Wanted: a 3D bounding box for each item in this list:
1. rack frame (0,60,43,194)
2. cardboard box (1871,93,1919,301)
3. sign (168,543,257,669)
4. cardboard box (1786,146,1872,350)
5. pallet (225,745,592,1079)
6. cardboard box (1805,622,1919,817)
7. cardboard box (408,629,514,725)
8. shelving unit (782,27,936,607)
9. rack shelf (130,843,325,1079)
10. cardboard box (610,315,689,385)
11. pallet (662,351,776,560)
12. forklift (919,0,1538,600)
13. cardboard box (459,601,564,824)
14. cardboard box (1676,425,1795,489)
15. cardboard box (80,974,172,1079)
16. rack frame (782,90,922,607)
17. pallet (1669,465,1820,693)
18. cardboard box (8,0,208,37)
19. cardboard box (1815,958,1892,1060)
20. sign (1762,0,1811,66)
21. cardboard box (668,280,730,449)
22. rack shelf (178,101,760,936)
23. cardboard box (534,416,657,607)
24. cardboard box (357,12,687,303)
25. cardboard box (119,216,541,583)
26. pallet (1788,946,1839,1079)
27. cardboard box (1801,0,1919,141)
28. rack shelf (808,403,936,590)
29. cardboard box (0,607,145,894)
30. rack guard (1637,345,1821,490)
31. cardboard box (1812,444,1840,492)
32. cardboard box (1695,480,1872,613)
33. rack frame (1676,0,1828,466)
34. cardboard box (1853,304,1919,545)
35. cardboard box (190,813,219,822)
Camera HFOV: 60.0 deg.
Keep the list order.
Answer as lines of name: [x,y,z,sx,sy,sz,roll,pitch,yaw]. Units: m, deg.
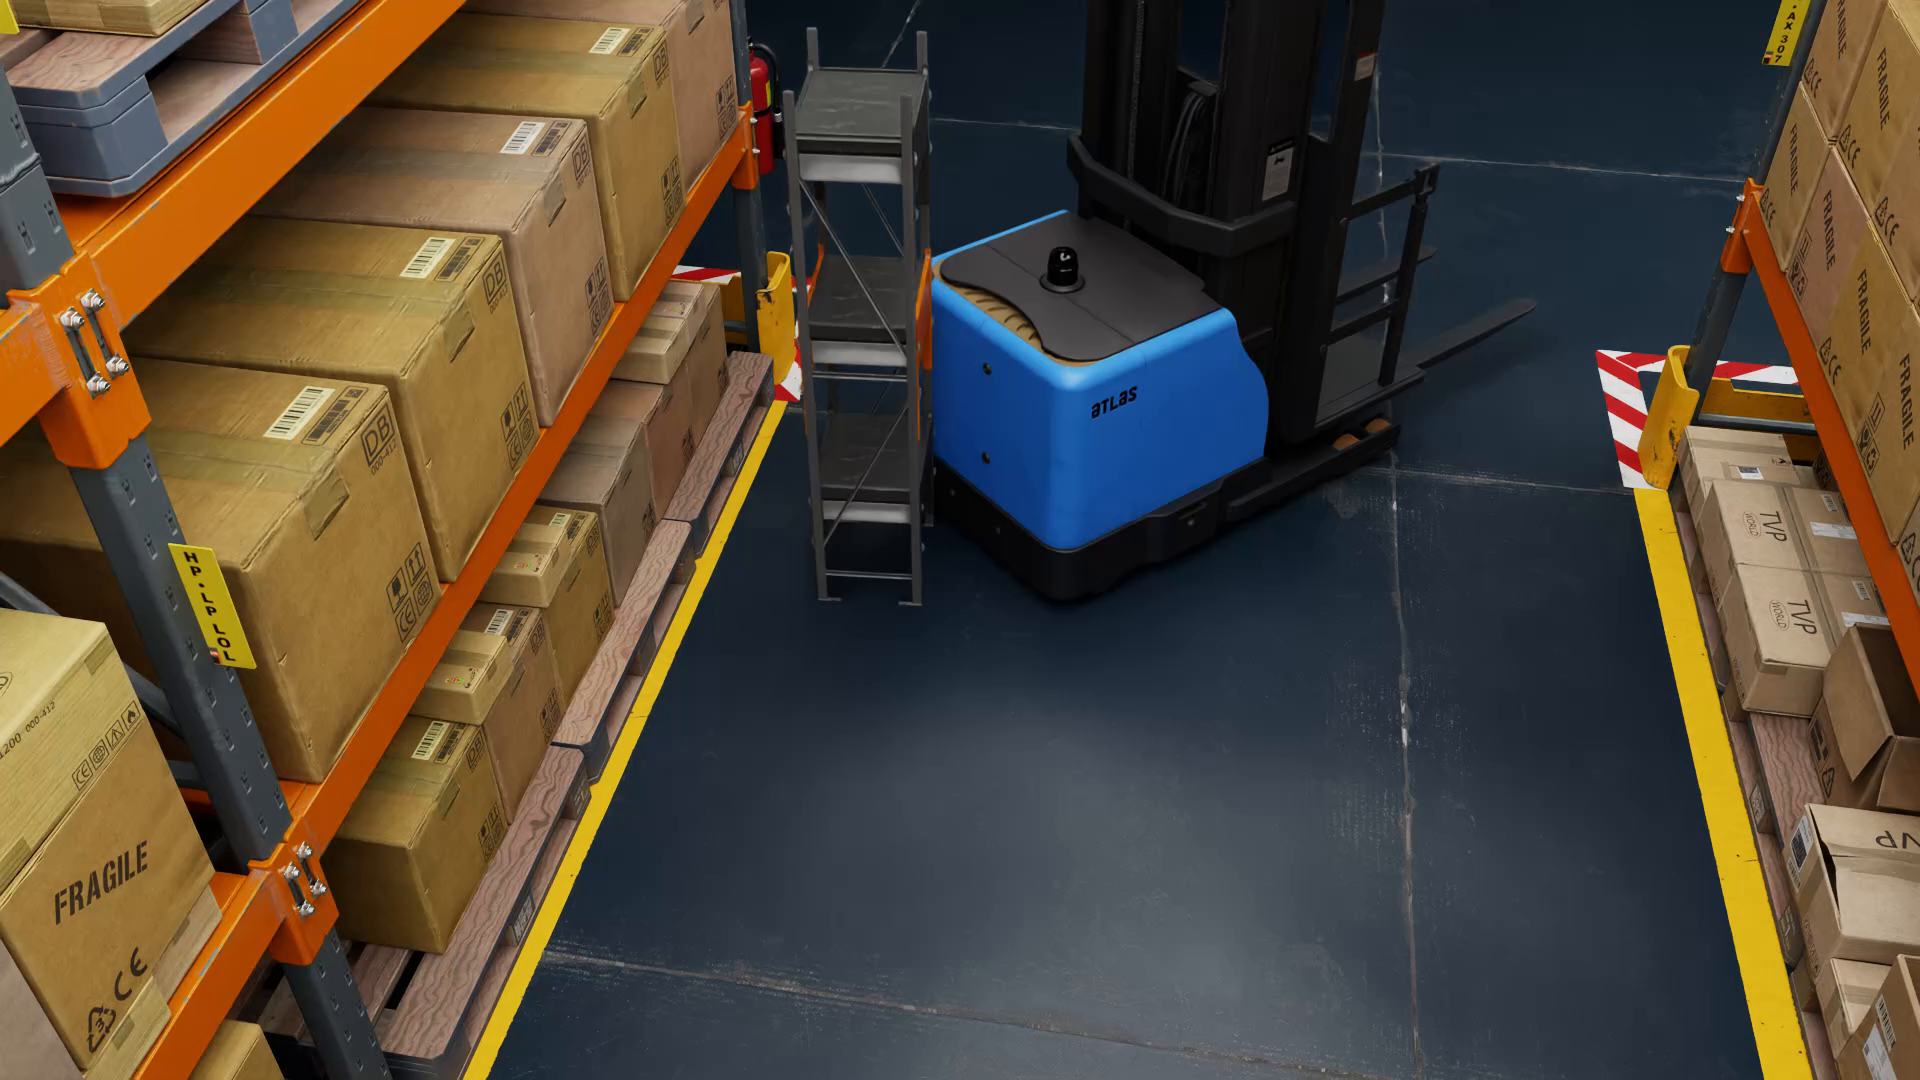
rack frame: [-2.058,-1.812,1.880,1.000,3.000,0.127,6,40,8]
cardboard box: [3.003,-0.999,4.741,0.500,0.500,0.500,7,40,8]
sign: [-1.521,0.138,3.383,0.100,0.325,0.005,6,40,8]
cardboard box: [3.094,-0.931,5.444,0.500,0.500,0.500,6,40,7]
pallet: [-1.849,1.106,5.247,1.003,0.211,1.213,6,40,8]
cardboard box: [3.142,0.657,5.215,0.797,0.503,0.637,6,40,8]
cardboard box: [-1.588,0.399,5.037,0.380,0.149,0.250,8,40,9]
shelving unit: [-0.328,-0.719,5.972,0.431,2.100,0.503,3,40,4]
rack shelf: [-2.404,2.032,2.502,1.077,0.370,4.000,6,40,8]
cardboard box: [-1.274,-0.747,6.423,0.380,0.149,0.250,7,40,9]
pallet: [-1.427,-0.425,7.099,1.003,0.211,1.213,6,40,8]
forklift: [1.277,-1.659,6.456,3.031,2.935,1.130,-25,46,-27]
cardboard box: [-1.737,0.529,5.389,0.700,0.500,0.500,6,40,7]
cardboard box: [3.103,-0.312,6.666,0.380,0.149,0.250,6,40,8]
cardboard box: [-1.858,0.993,3.376,0.380,0.149,0.250,7,40,8]
rack frame: [-0.348,-0.564,5.784,0.400,2.100,0.015,3,40,4]
pallet: [3.364,0.156,6.395,1.003,0.211,1.213,6,40,8]
cardboard box: [-1.678,-1.203,3.207,0.500,0.250,0.500,6,40,8]
cardboard box: [2.647,1.342,4.665,0.380,0.149,0.250,6,40,8]
sign: [2.980,-1.860,5.966,0.100,0.325,0.005,6,40,8]
cardboard box: [-1.388,-0.759,6.946,0.700,0.500,0.500,6,40,8]
rack shelf: [-1.711,-0.478,5.539,1.077,0.370,4.000,6,40,8]
cardboard box: [-1.561,-0.129,6.184,0.700,0.500,0.500,5,40,6]
cardboard box: [-1.559,-1.347,5.790,0.980,0.700,0.700,6,40,7]
cardboard box: [-1.816,-0.412,4.659,0.980,0.700,0.700,5,40,7]
pallet: [2.942,1.688,4.543,1.003,0.211,1.213,6,40,8]
cardboard box: [3.178,-1.641,5.518,0.500,0.500,0.500,8,40,9]
rack shelf: [-0.328,-0.169,6.426,0.431,0.518,0.480,3,40,4]
cardboard box: [-1.886,0.371,3.031,0.500,0.250,0.500,7,40,9]
rack guard: [3.501,-0.455,6.909,1.175,0.500,0.348,6,40,8]
cardboard box: [3.663,-0.304,6.380,0.500,0.500,0.500,6,40,8]
cardboard box: [3.054,0.047,6.151,0.500,0.250,0.500,6,40,8]
rack frame: [3.514,-1.467,6.170,1.000,3.000,0.127,6,40,8]
cardboard box: [2.916,-0.303,4.684,0.500,0.500,0.500,7,40,8]
cardboard box: [-2.048,0.663,4.718,0.380,0.149,0.250,6,40,7]
